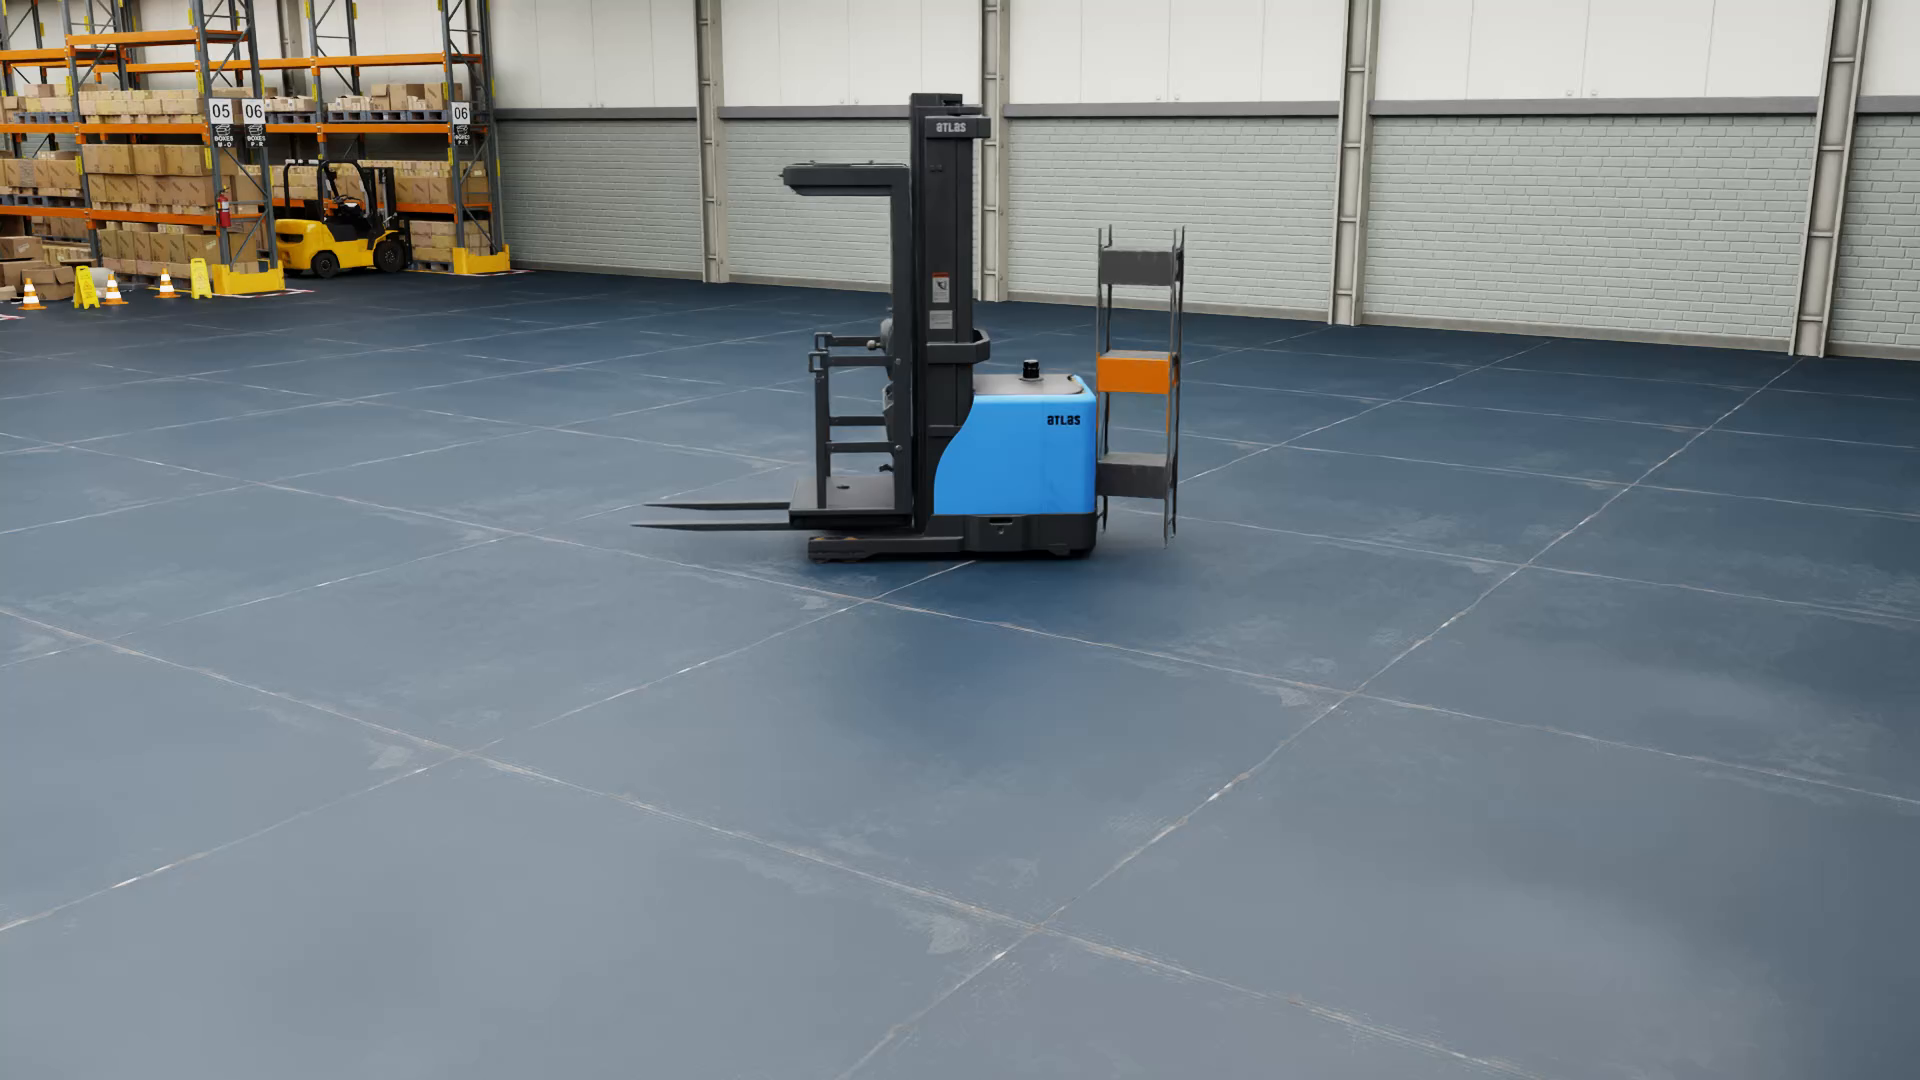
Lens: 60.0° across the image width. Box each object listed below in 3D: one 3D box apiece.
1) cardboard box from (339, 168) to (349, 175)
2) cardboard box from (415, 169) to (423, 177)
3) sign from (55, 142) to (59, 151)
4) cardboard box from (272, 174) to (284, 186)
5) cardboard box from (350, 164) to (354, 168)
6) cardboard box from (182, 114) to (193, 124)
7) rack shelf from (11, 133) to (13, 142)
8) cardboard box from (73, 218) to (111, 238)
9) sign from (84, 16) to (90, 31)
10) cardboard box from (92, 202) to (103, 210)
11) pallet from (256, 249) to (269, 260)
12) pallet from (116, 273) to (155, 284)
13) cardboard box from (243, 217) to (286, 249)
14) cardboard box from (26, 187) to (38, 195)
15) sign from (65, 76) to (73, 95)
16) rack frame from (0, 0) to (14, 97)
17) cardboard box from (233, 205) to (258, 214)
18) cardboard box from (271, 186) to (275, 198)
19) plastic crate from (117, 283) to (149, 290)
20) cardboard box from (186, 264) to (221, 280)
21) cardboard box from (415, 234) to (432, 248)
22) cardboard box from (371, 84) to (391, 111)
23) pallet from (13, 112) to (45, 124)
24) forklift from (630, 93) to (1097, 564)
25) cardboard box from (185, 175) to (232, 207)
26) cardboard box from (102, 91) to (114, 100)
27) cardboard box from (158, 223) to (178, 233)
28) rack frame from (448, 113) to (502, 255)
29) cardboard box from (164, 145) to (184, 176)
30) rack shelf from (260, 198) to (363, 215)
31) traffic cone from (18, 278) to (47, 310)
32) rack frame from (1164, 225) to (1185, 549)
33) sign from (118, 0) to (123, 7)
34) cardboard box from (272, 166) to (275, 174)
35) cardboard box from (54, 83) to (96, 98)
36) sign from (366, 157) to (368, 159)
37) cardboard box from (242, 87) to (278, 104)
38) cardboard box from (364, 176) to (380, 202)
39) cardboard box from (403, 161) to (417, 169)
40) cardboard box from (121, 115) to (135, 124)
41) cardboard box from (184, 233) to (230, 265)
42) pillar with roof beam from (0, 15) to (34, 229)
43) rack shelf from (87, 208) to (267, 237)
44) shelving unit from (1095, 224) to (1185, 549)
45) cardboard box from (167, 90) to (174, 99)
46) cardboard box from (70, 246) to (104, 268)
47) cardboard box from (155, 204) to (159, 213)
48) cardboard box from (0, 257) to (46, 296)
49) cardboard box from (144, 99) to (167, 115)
[{"bbox_3d":[-12.329,-7.466,33.681,0.250,0.149,0.380,10,17,34],"label":"cardboard box"},{"bbox_3d":[-10.397,-7.160,32.448,0.250,0.149,0.380,9,17,32],"label":"cardboard box"},{"bbox_3d":[-22.294,-9.665,41.055,0.005,0.325,0.100,9,17,33],"label":"sign"},{"bbox_3d":[-14.065,-7.554,34.867,0.500,0.250,0.500,10,17,34],"label":"cardboard box"},{"bbox_3d":[-12.080,-7.588,33.558,0.250,0.149,0.380,9,16,32],"label":"cardboard box"},{"bbox_3d":[-12.788,-7.058,27.874,0.250,0.149,0.380,9,17,33],"label":"cardboard box"},{"bbox_3d":[-20.409,-8.153,33.271,4.000,0.370,1.077,9,17,33],"label":"rack shelf"},{"bbox_3d":[-20.617,-7.469,39.581,0.500,0.500,0.700,8,16,31],"label":"cardboard box"},{"bbox_3d":[-19.619,-11.603,37.359,0.005,0.325,0.100,9,17,33],"label":"sign"},{"bbox_3d":[-15.348,-6.013,29.896,0.250,0.149,0.380,9,17,33],"label":"cardboard box"},{"bbox_3d":[-14.313,-6.133,35.658,1.213,0.211,1.003,9,17,33],"label":"pallet"},{"bbox_3d":[-14.853,-4.805,30.295,1.213,0.211,1.003,9,17,33],"label":"pallet"},{"bbox_3d":[-14.926,-6.647,36.000,0.625,0.625,0.875,10,17,35],"label":"cardboard box"},{"bbox_3d":[-17.269,-6.553,31.201,0.250,0.149,0.380,10,17,35],"label":"cardboard box"},{"bbox_3d":[-15.737,-8.029,29.376,0.005,0.325,0.100,9,17,33],"label":"sign"},{"bbox_3d":[-18.749,-9.690,31.741,0.127,3.000,1.000,9,17,33],"label":"rack frame"},{"bbox_3d":[-12.277,-5.670,28.509,0.250,0.149,0.380,9,17,33],"label":"cardboard box"},{"bbox_3d":[-14.475,-7.381,35.210,0.500,0.250,0.500,10,17,35],"label":"cardboard box"},{"bbox_3d":[-14.585,-4.450,29.135,0.583,0.080,0.402,3,14,14],"label":"plastic crate"},{"bbox_3d":[-12.952,-4.632,28.642,0.500,0.250,0.500,9,17,33],"label":"cardboard box"},{"bbox_3d":[-10.332,-5.880,32.640,0.500,0.250,0.500,9,17,32],"label":"cardboard box"},{"bbox_3d":[-11.105,-8.708,32.719,0.637,0.503,0.797,10,17,35],"label":"cardboard box"},{"bbox_3d":[-16.745,-7.849,30.937,1.003,0.211,1.213,9,17,33],"label":"pallet"},{"bbox_3d":[-0.645,-1.402,10.886,3.031,2.935,1.130,-1,14,-3],"label":"forklift"},{"bbox_3d":[-12.715,-5.916,28.152,0.500,0.500,0.500,9,16,32],"label":"cardboard box"},{"bbox_3d":[-14.702,-7.749,29.004,0.250,0.149,0.380,9,17,32],"label":"cardboard box"},{"bbox_3d":[-13.688,-5.415,28.891,0.250,0.149,0.380,10,17,35],"label":"cardboard box"},{"bbox_3d":[-9.344,-6.695,32.128,0.127,3.000,1.000,9,17,33],"label":"rack frame"},{"bbox_3d":[-13.072,-6.478,28.341,0.500,0.500,0.700,9,17,33],"label":"cardboard box"},{"bbox_3d":[-14.322,-7.151,35.465,4.000,0.370,1.077,9,17,33],"label":"rack shelf"},{"bbox_3d":[-14.438,-3.828,25.822,0.334,0.463,0.336,9,17,33],"label":"traffic cone"},{"bbox_3d":[1.423,-1.008,11.024,0.015,2.100,0.400,4,14,16],"label":"rack frame"},{"bbox_3d":[-15.112,-9.751,29.879,0.005,0.325,0.100,9,17,33],"label":"sign"},{"bbox_3d":[-14.410,-7.782,34.961,0.250,0.149,0.380,9,16,31],"label":"cardboard box"},{"bbox_3d":[-15.982,-8.124,30.053,0.500,0.250,0.500,10,17,34],"label":"cardboard box"},{"bbox_3d":[-12.354,-7.801,34.629,0.005,0.325,0.100,9,17,33],"label":"sign"},{"bbox_3d":[-14.672,-9.243,34.887,0.500,0.500,0.500,10,17,34],"label":"cardboard box"},{"bbox_3d":[-11.578,-7.035,33.290,0.500,0.500,0.500,9,17,32],"label":"cardboard box"},{"bbox_3d":[-10.656,-7.327,32.502,0.250,0.149,0.380,10,17,34],"label":"cardboard box"},{"bbox_3d":[-14.288,-7.295,28.829,0.250,0.149,0.380,9,16,32],"label":"cardboard box"},{"bbox_3d":[-12.921,-4.994,28.542,0.500,0.500,0.500,9,17,33],"label":"cardboard box"},{"bbox_3d":[-26.757,-11.436,38.794,0.400,9.000,9.100,9,17,33],"label":"pillar with roof beam"},{"bbox_3d":[-13.771,-5.624,29.298,4.000,0.370,1.077,9,17,33],"label":"rack shelf"},{"bbox_3d":[1.189,-1.024,11.089,0.503,2.100,0.431,4,14,16],"label":"shelving unit"},{"bbox_3d":[-13.153,-7.530,28.120,0.250,0.149,0.380,9,17,33],"label":"cardboard box"},{"bbox_3d":[-15.867,-5.240,30.842,0.625,0.372,0.950,9,17,34],"label":"cardboard box"},{"bbox_3d":[-13.798,-5.800,29.032,0.250,0.149,0.380,9,17,33],"label":"cardboard box"},{"bbox_3d":[-15.762,-4.414,27.824,0.503,0.637,0.797,9,17,33],"label":"cardboard box"},{"bbox_3d":[-13.536,-7.384,28.361,0.500,0.250,0.500,10,17,34],"label":"cardboard box"}]
